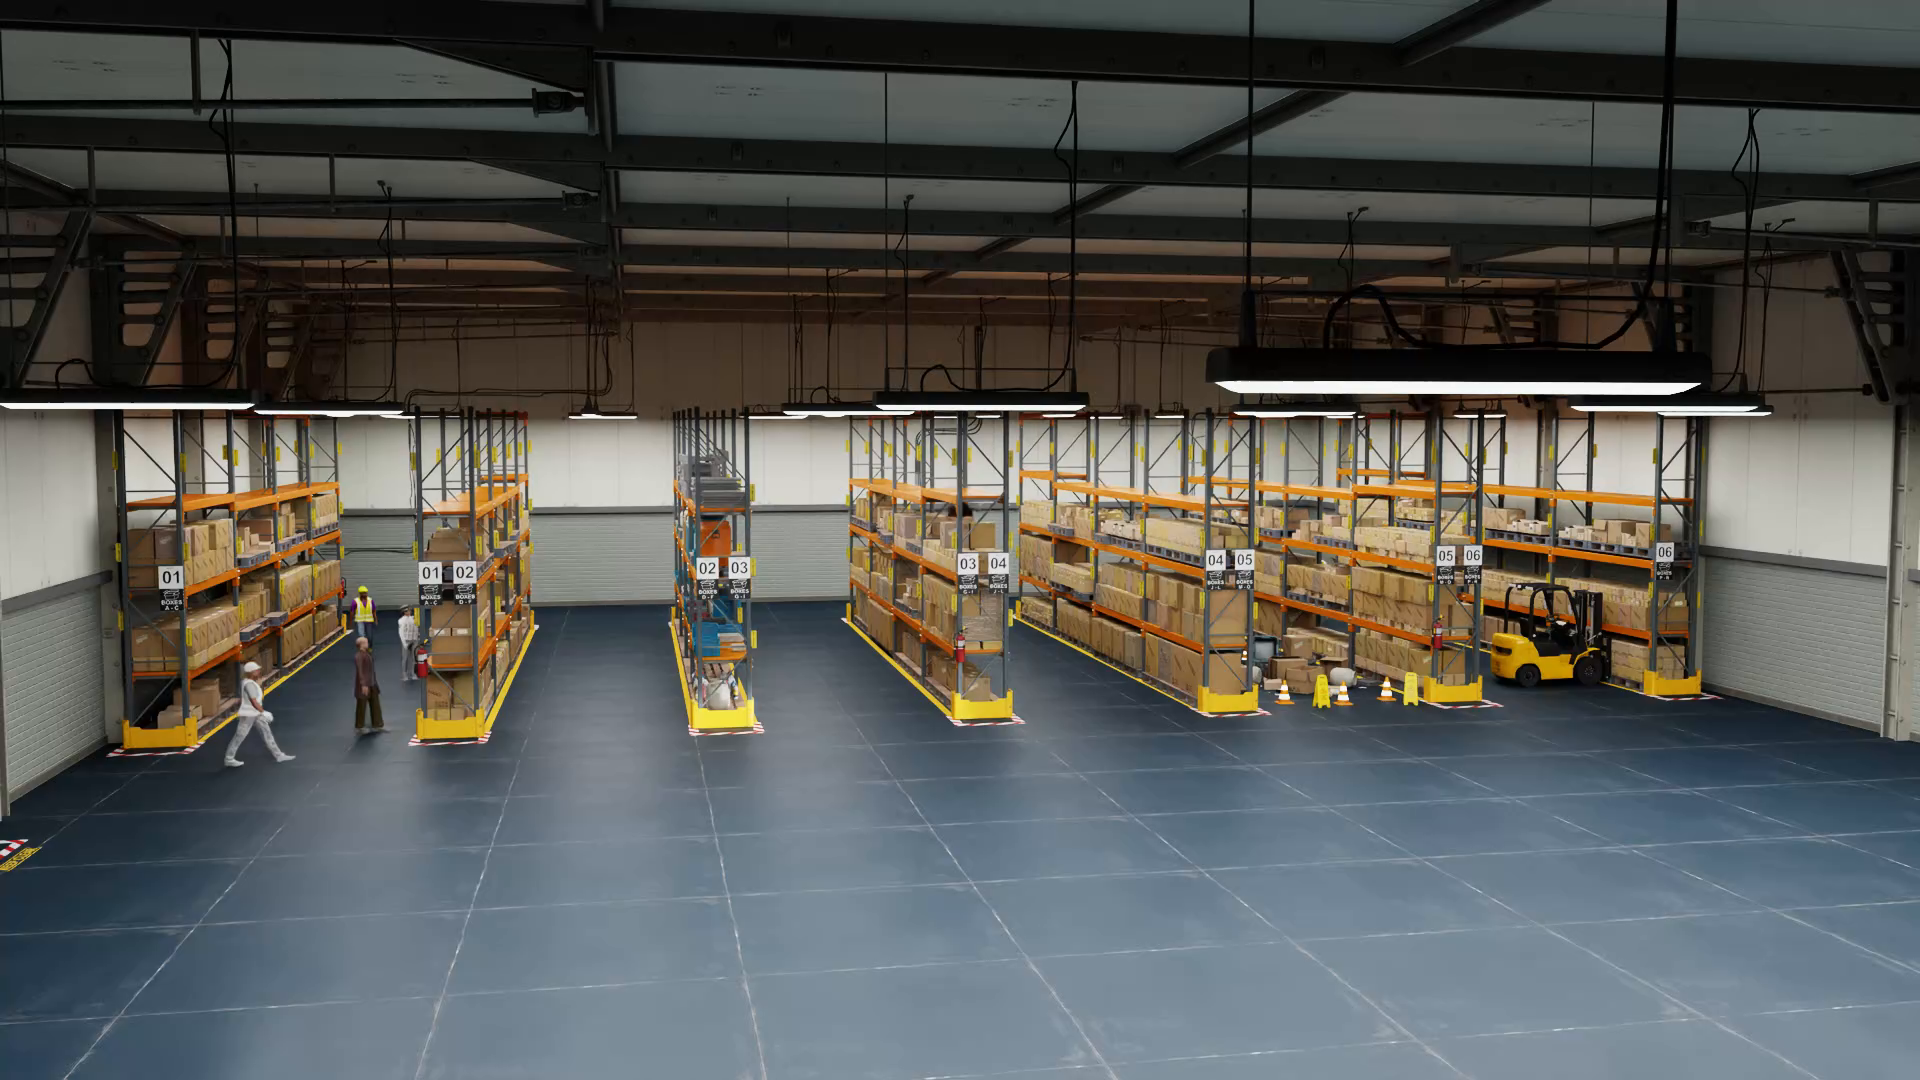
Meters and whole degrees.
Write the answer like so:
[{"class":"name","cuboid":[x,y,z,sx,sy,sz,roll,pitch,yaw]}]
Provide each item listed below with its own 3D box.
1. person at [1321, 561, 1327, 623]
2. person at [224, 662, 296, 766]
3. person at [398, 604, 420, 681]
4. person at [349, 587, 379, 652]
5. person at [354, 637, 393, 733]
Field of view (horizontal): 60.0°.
[{"class":"person","cuboid":[10.270,1.472,47.428,0.443,1.775,0.563,-1,4,-9]},{"class":"person","cuboid":[-11.615,2.871,27.471,1.079,1.718,0.522,0,4,-3]},{"class":"person","cuboid":[-12.217,2.272,36.992,0.531,1.712,0.427,-4,6,-43]},{"class":"person","cuboid":[-14.485,1.992,40.377,0.685,1.732,0.962,-2,4,-22]},{"class":"person","cuboid":[-10.848,2.679,30.531,0.660,1.800,0.582,1,4,14]}]
